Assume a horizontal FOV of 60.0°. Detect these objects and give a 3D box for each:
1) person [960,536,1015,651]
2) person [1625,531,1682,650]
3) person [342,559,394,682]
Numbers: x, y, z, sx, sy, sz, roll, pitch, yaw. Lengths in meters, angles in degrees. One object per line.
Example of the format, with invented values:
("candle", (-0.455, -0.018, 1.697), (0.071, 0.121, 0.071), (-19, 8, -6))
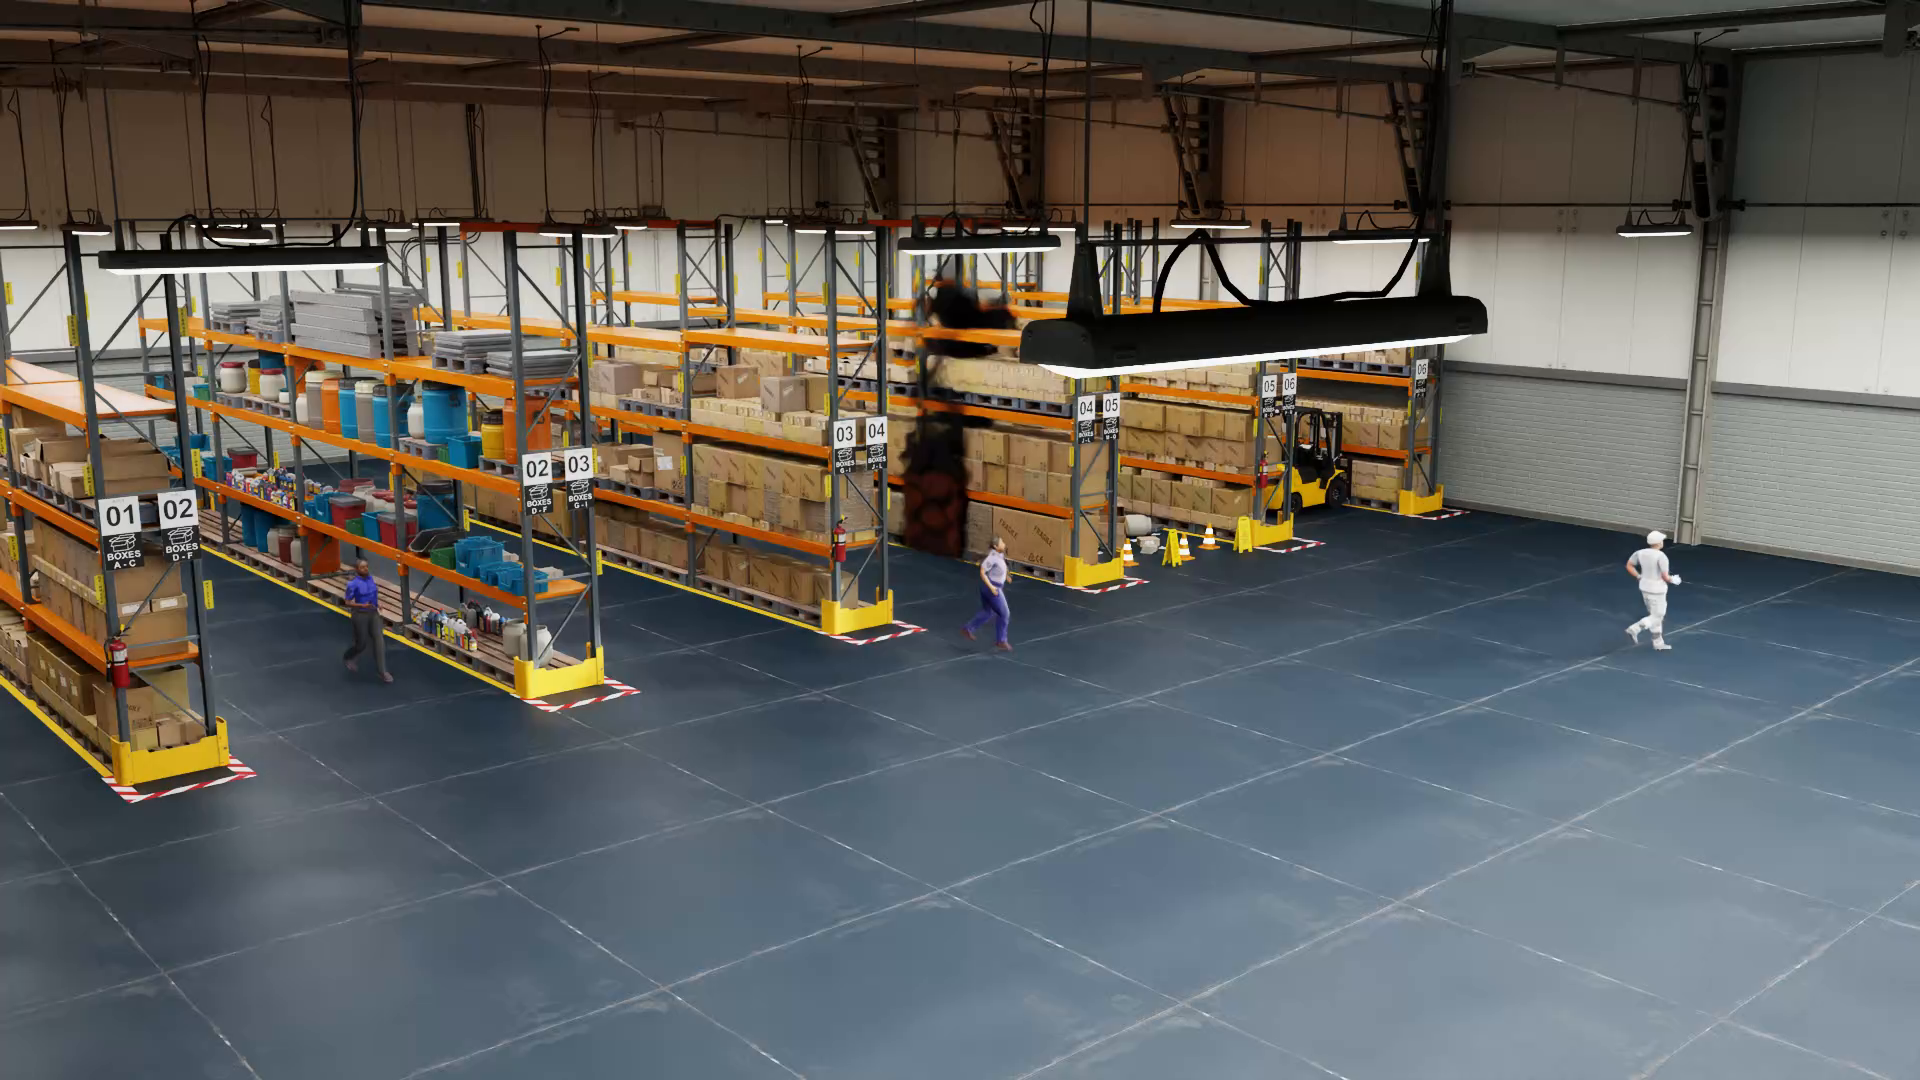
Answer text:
("person", (0.404, 0.765, 23.997), (0.789, 1.688, 0.606), (0, 11, 1))
("person", (9.860, 0.738, 23.740), (0.888, 1.769, 0.655), (-4, 12, -19))
("person", (-8.011, 1.061, 22.387), (0.920, 1.658, 0.581), (8, 14, 34))
